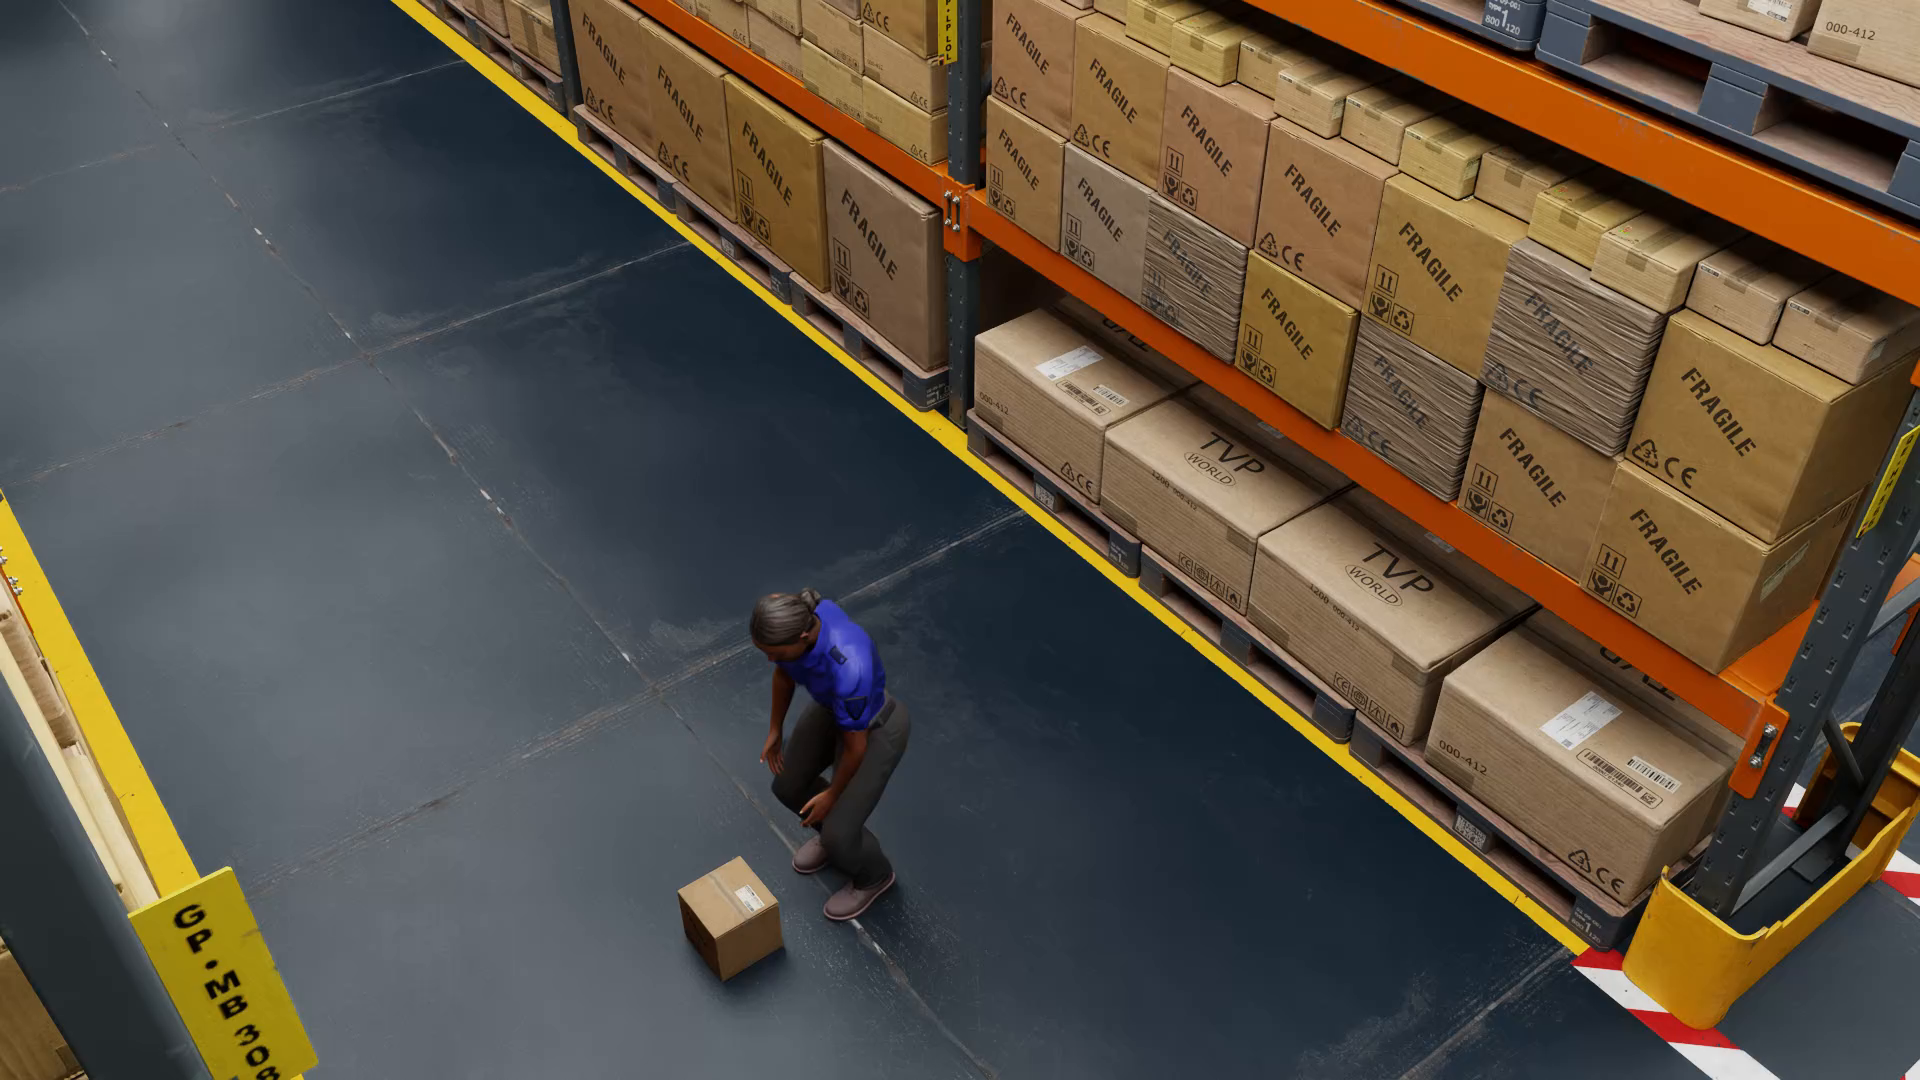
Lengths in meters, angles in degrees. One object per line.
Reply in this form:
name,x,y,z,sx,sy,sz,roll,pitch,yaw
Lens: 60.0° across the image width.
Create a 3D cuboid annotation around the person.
person,-0.409,0.674,5.516,0.535,1.487,0.487,-26,47,-27
